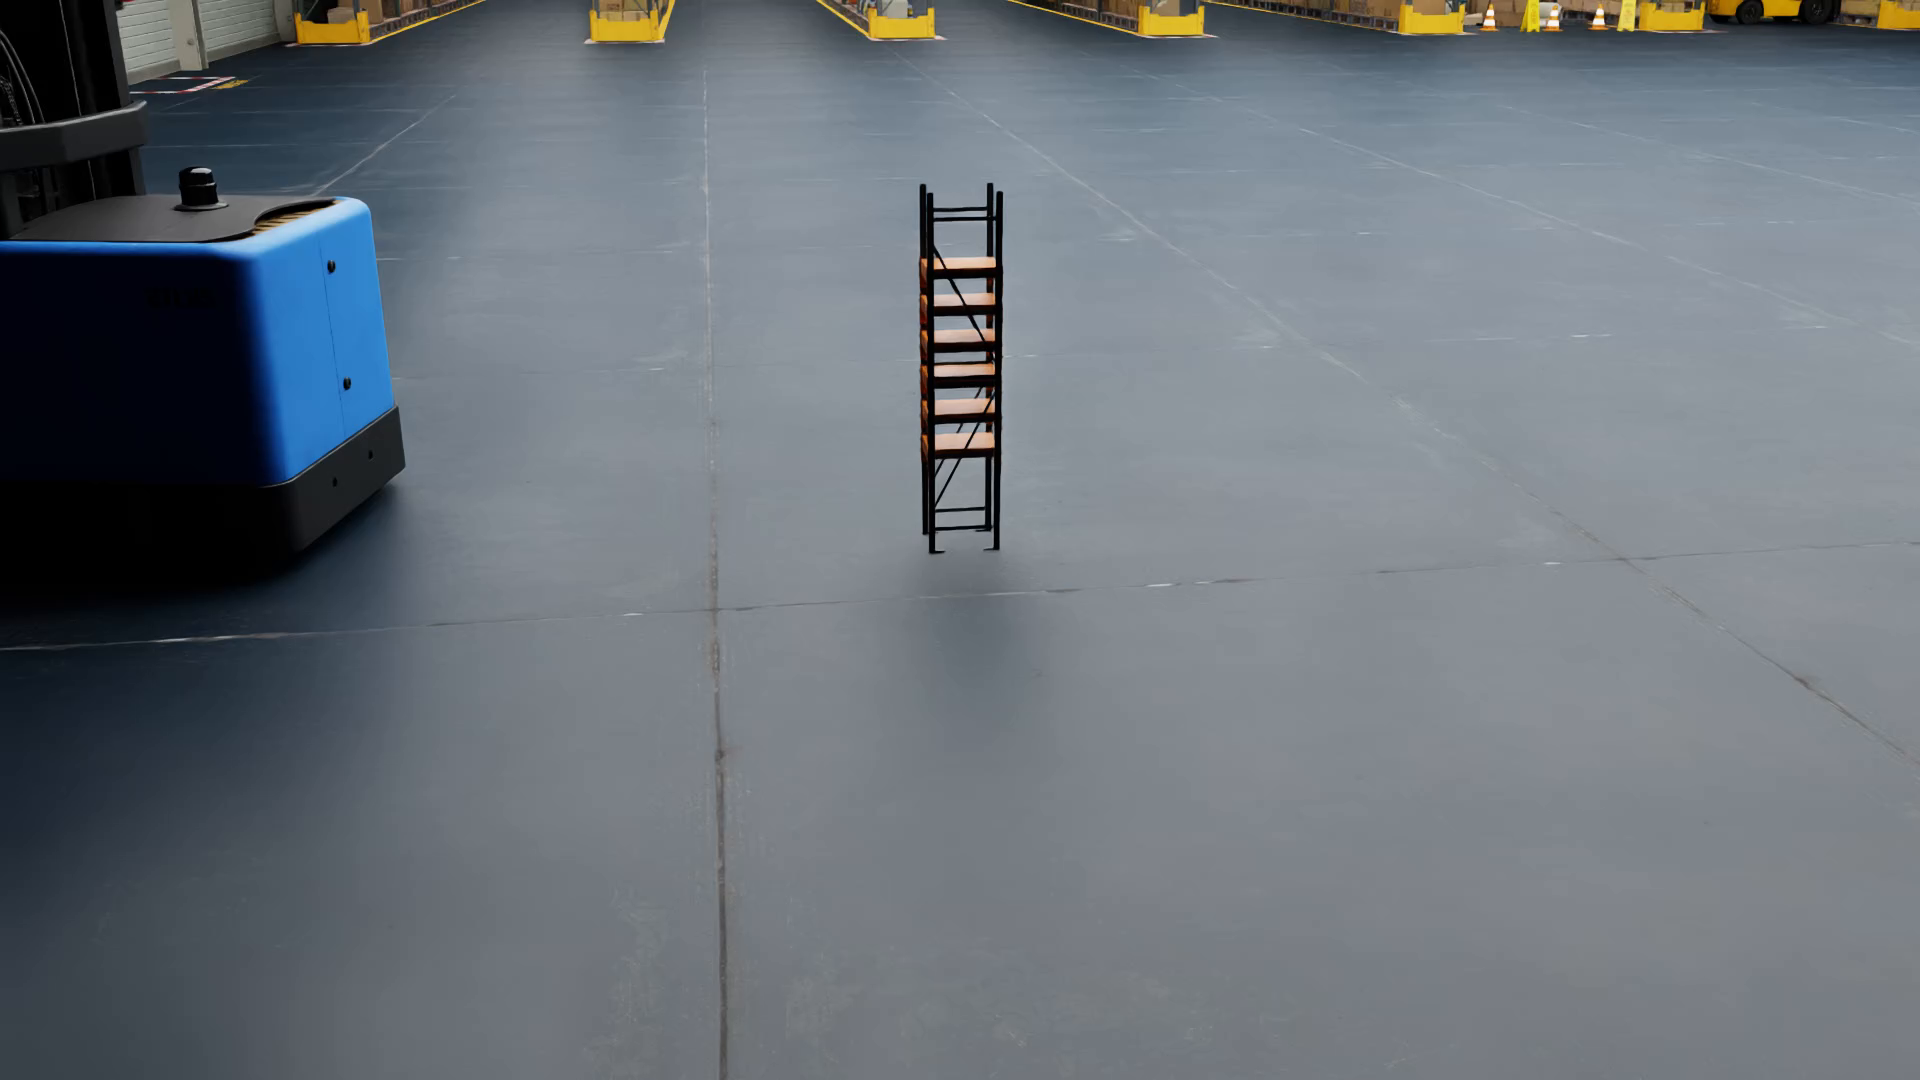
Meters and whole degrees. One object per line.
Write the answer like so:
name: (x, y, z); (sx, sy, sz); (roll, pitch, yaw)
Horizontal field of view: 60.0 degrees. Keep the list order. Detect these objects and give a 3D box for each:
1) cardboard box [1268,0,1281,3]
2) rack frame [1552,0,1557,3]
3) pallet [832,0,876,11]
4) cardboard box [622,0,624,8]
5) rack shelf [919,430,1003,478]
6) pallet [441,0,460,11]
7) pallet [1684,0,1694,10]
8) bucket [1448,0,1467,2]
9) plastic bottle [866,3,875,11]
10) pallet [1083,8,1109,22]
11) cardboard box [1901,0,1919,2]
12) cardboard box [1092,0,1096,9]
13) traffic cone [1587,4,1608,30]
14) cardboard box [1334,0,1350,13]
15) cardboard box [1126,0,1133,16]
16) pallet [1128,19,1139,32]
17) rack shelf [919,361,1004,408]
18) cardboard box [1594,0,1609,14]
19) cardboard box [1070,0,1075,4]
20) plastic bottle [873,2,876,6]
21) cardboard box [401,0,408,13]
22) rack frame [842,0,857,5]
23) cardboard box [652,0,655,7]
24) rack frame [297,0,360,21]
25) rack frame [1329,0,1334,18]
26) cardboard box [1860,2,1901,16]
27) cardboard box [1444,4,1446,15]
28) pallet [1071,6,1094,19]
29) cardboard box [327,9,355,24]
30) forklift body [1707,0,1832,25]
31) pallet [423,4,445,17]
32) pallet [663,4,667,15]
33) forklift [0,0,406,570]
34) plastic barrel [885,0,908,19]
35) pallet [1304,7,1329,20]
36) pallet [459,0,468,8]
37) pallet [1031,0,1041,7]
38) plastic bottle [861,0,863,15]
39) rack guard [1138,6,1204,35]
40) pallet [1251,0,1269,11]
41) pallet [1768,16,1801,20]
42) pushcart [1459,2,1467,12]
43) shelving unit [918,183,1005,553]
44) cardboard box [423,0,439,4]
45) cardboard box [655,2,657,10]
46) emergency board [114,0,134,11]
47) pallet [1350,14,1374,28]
cardboard box: (7.671, -12.639, 37.884); (1.050, 0.750, 0.750); (-3, 21, -8)
rack frame: (13.133, -12.611, 35.195); (1.000, 3.000, 0.127); (-3, 21, -8)
pallet: (-2.479, -12.633, 39.237); (1.003, 0.211, 1.213); (-3, 21, -8)
cardboard box: (-6.431, -10.004, 30.473); (0.500, 0.500, 0.500); (-3, 21, -8)
rack shelf: (0.002, -0.291, 5.592); (0.258, 0.103, 0.180); (-3, 21, -8)
pallet: (-12.346, -12.562, 39.049); (1.003, 0.211, 1.213); (-3, 21, -8)
pallet: (17.548, -12.655, 39.296); (1.003, 0.211, 1.213); (-3, 21, -8)
bucket: (10.550, -11.574, 34.925); (0.726, 0.611, 0.620); (4, 11, 11)
plastic bottle: (-1.706, -10.109, 31.760); (0.152, 0.276, 0.135); (-3, 21, -7)
pallet: (3.213, -11.075, 35.066); (1.003, 0.211, 1.213); (-3, 21, -8)
cardboard box: (18.759, -10.794, 32.944); (0.500, 0.250, 0.500); (-3, 21, -7)
cardboard box: (3.209, -11.526, 35.234); (0.700, 0.500, 0.500); (-3, 21, -8)
traffic cone: (12.371, -10.122, 32.155); (0.336, 0.463, 0.334); (-3, 21, -8)
cardboard box: (8.271, -11.307, 34.138); (0.875, 0.875, 0.875); (-3, 21, -7)
cardboard box: (3.602, -10.588, 32.749); (0.500, 0.500, 0.500); (-5, 21, -13)
pallet: (3.810, -9.730, 31.465); (1.003, 0.211, 1.213); (-3, 21, -8)
rack shelf: (0.002, -0.515, 5.508); (0.258, 0.103, 0.180); (-3, 21, -8)
cardboard box: (13.179, -10.762, 33.573); (0.500, 0.250, 0.500); (-4, 21, -10)
cardboard box: (2.866, -12.301, 37.307); (0.700, 0.500, 0.500); (-4, 21, -11)
plastic bottle: (-1.638, -10.295, 32.257); (0.152, 0.276, 0.135); (-3, 21, -8)
cardboard box: (-11.659, -11.006, 33.841); (0.700, 0.500, 0.500); (-3, 21, -7)
rack frame: (-2.151, -13.247, 36.896); (1.000, 3.000, 0.127); (-3, 21, -8)
cardboard box: (-5.971, -10.204, 31.009); (0.500, 0.500, 0.500); (-3, 21, -8)
rack frame: (-10.802, -9.977, 28.142); (1.000, 3.000, 0.127); (-3, 21, -8)
rack frame: (8.249, -12.327, 34.433); (1.000, 3.000, 0.127); (-3, 21, -8)
cardboard box: (18.241, -10.533, 32.961); (0.500, 0.250, 0.500); (-3, 21, -7)
cardboard box: (9.489, -10.671, 33.569); (0.500, 0.500, 0.500); (1, 20, 2)
pallet: (3.034, -11.498, 36.199); (1.003, 0.211, 1.213); (-3, 21, -8)
cardboard box: (-10.812, -9.168, 29.189); (0.500, 0.311, 0.500); (-5, 21, -14)
forklift body: (16.542, -11.645, 33.820); (2.313, 2.155, 1.214); (-3, 21, -8)
pallet: (-11.994, -11.717, 36.787); (1.003, 0.211, 1.213); (-3, 21, -8)
pallet: (-7.124, -11.952, 37.415); (1.003, 0.211, 1.213); (-3, 21, -8)
forklift: (-3.621, -1.463, 5.443); (3.031, 2.935, 1.130); (1, 21, 4)
plastic barrel: (-1.169, -9.732, 30.441); (0.421, 0.512, 0.421); (0, 20, 0)
pallet: (8.063, -11.284, 35.626); (1.003, 0.211, 1.213); (-3, 21, -8)
pallet: (-12.564, -13.093, 40.469); (1.003, 0.211, 1.213); (-3, 21, -8)
pallet: (2.359, -13.312, 41.055); (1.003, 0.211, 1.213); (-3, 21, -8)
plastic bottle: (-1.889, -10.549, 32.937); (0.152, 0.276, 0.135); (-2, 21, -6)
rack guard: (3.892, -9.582, 30.656); (1.175, 0.500, 0.348); (-3, 21, -8)
pallet: (7.561, -12.676, 39.353); (1.003, 0.211, 1.213); (-3, 21, -8)
pallet: (18.118, -11.279, 35.613); (1.003, 0.211, 1.213); (-3, 21, -8)
pushcart: (10.884, -11.251, 35.299); (1.648, 0.377, 0.936); (-11, 23, -26)
shelving unit: (0.002, -0.557, 5.493); (0.258, 1.200, 0.189); (-3, 21, -8)
cardboard box: (-11.931, -12.198, 36.560); (0.750, 0.750, 0.750); (-3, 21, -8)
cardboard box: (-6.194, -10.372, 32.529); (0.500, 0.250, 0.500); (-3, 21, -8)
emergency board: (-10.575, -7.241, 20.816); (0.194, 1.169, 0.643); (-3, 21, -8)
pallet: (8.461, -10.330, 33.072); (1.003, 0.211, 1.213); (-3, 21, -8)
